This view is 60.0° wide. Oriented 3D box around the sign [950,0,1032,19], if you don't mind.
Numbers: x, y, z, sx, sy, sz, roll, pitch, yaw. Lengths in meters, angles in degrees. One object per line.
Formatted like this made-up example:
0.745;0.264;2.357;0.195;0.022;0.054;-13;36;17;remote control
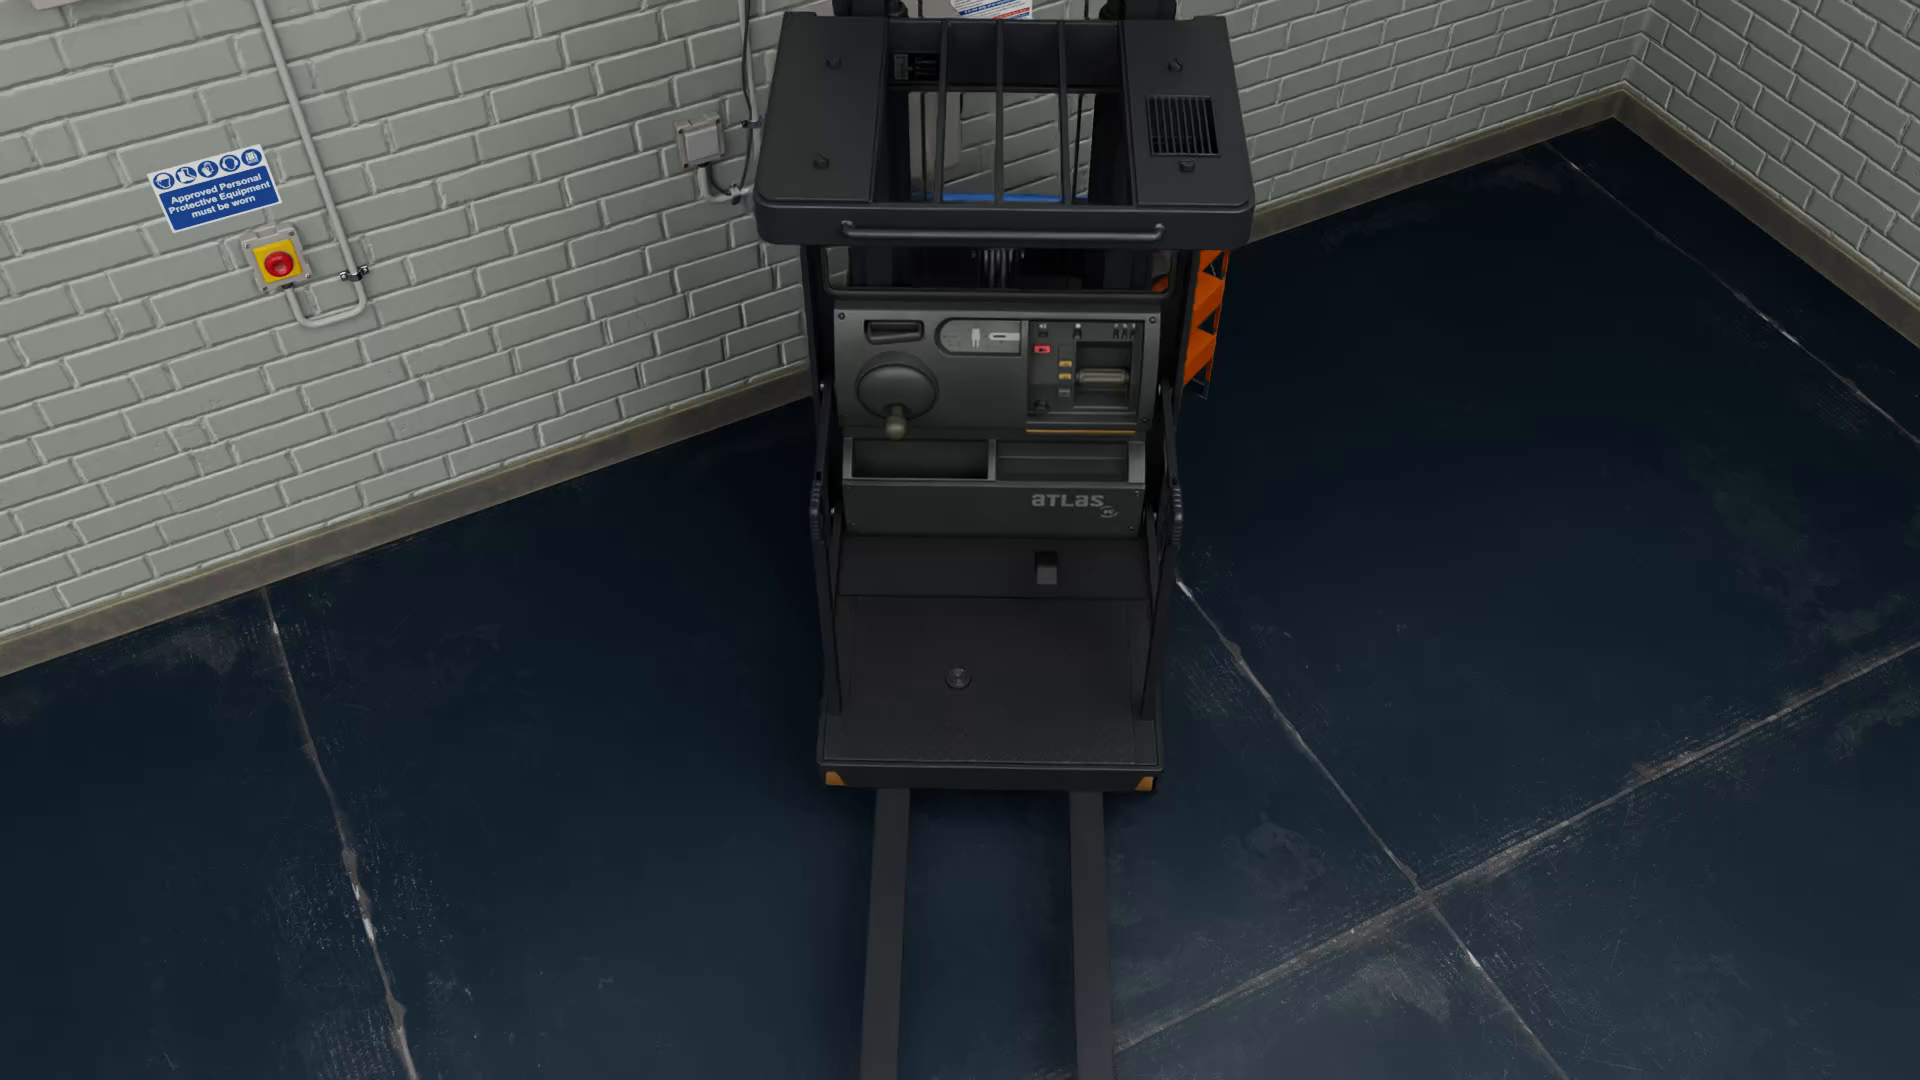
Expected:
0.113;-1.846;5.935;0.329;0.494;0.001;-21;52;-18;sign

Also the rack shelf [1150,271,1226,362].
0.847;-0.881;6.337;0.215;0.259;0.240;30;55;23;rack shelf

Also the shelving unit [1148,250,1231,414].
0.847;-0.888;6.329;0.215;1.050;0.252;30;55;23;shelving unit

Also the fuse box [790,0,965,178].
-0.232;-1.145;6.114;0.539;1.711;0.414;-21;52;-18;fuse box

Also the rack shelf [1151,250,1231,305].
0.847;-1.068;6.123;0.215;0.259;0.240;30;55;23;rack shelf

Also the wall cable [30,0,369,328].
-2.166;-1.288;4.688;0.585;1.953;0.123;-21;52;-18;wall cable

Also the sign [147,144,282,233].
-2.237;-1.056;5.002;0.327;0.218;0.001;-21;52;-18;sign

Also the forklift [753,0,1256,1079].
0.103;-0.382;4.636;1.130;2.935;3.031;1;49;1;forklift

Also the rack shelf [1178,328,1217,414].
0.847;-0.698;6.546;0.215;0.259;0.240;30;55;23;rack shelf

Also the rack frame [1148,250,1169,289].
0.774;-0.814;6.265;0.200;1.050;0.008;30;55;23;rack frame

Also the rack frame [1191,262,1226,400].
0.920;-0.961;6.393;0.200;1.050;0.008;30;55;23;rack frame

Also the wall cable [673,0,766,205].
-0.911;-1.774;5.134;0.588;1.984;0.122;-21;52;-18;wall cable
